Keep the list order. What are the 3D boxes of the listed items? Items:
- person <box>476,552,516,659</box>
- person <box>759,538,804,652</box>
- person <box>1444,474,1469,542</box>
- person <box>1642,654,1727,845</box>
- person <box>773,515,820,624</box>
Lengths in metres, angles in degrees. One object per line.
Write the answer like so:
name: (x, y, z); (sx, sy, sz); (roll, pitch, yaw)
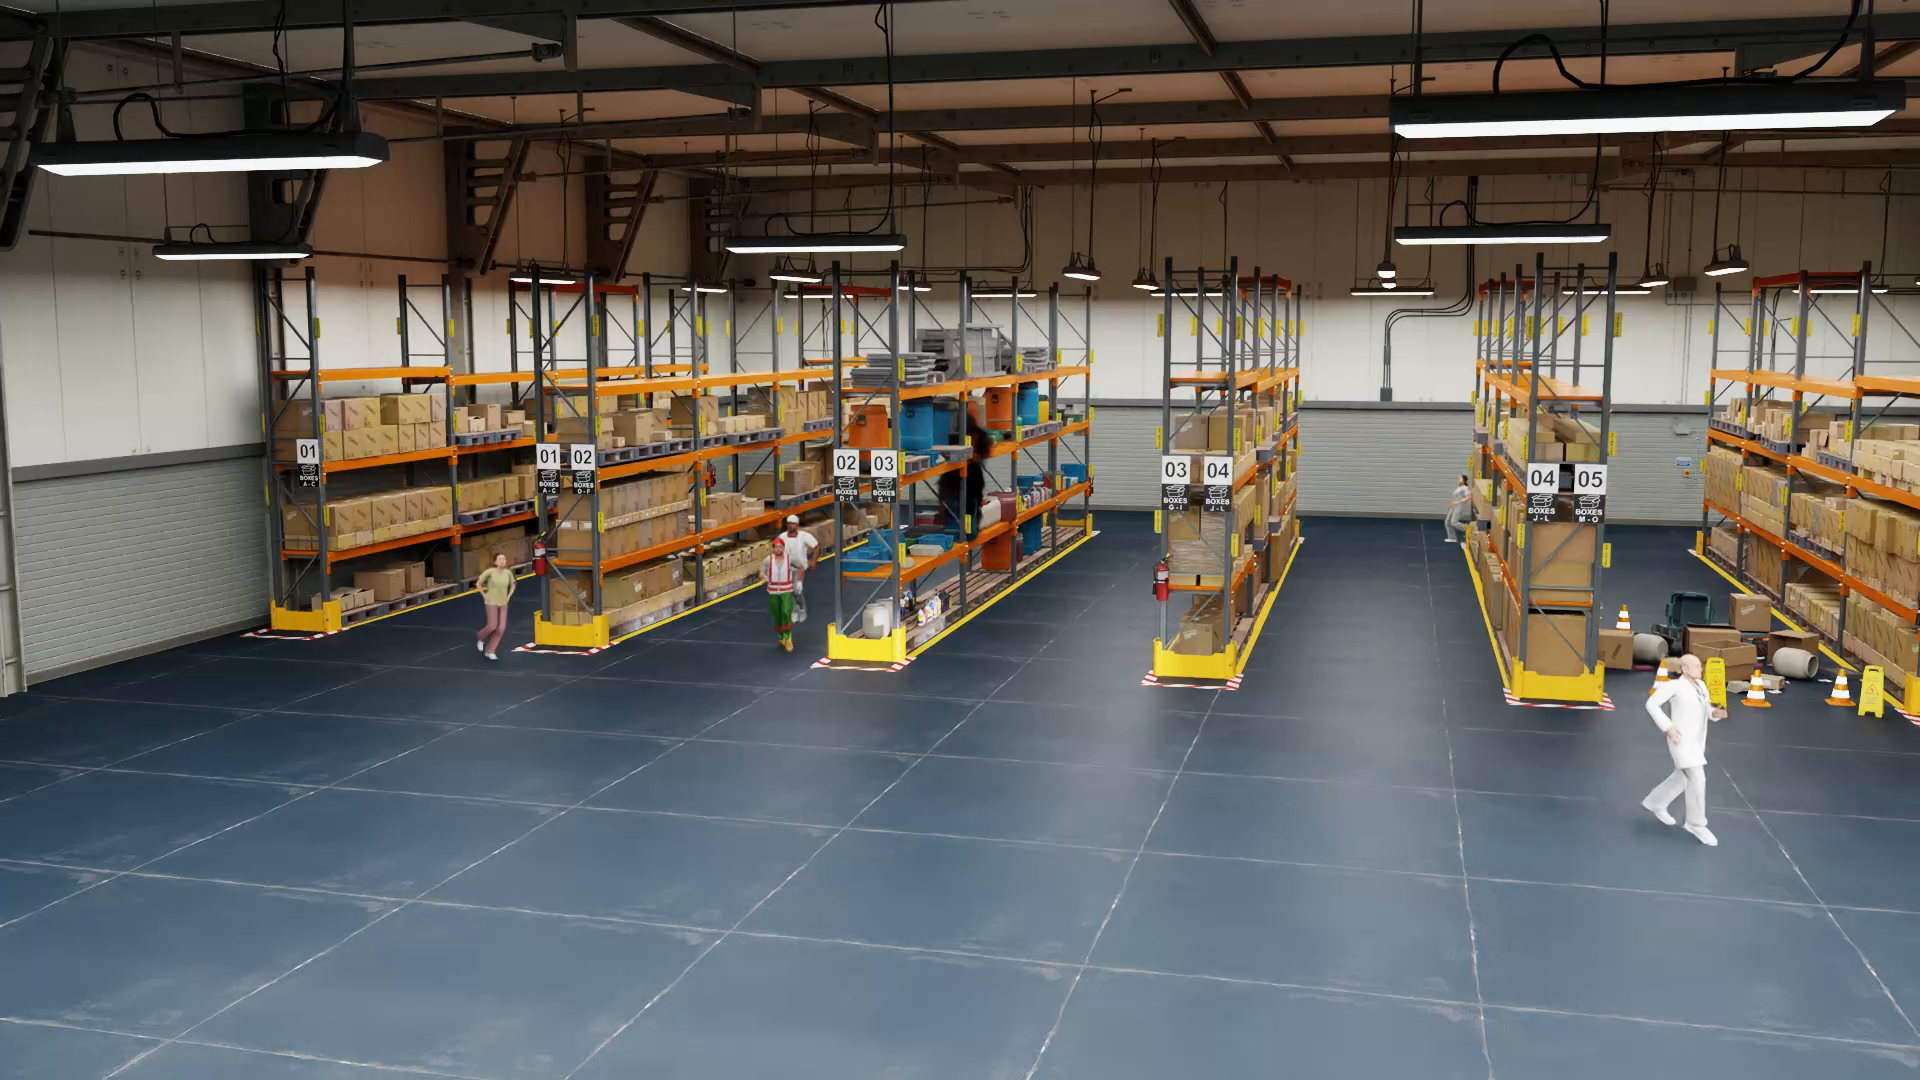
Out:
person: (-7.091, 0.985, 25.471); (0.591, 1.620, 0.547); (-6, 9, -37)
person: (-2.797, 0.839, 25.929); (0.674, 1.780, 0.796); (0, 7, 3)
person: (11.711, -0.738, 39.045); (0.602, 1.607, 0.600); (-1, 7, -6)
person: (7.197, 2.033, 16.483); (0.694, 1.822, 0.835); (-6, 9, -38)
person: (-2.665, 0.484, 26.646); (0.746, 1.768, 0.577); (2, 7, 14)
